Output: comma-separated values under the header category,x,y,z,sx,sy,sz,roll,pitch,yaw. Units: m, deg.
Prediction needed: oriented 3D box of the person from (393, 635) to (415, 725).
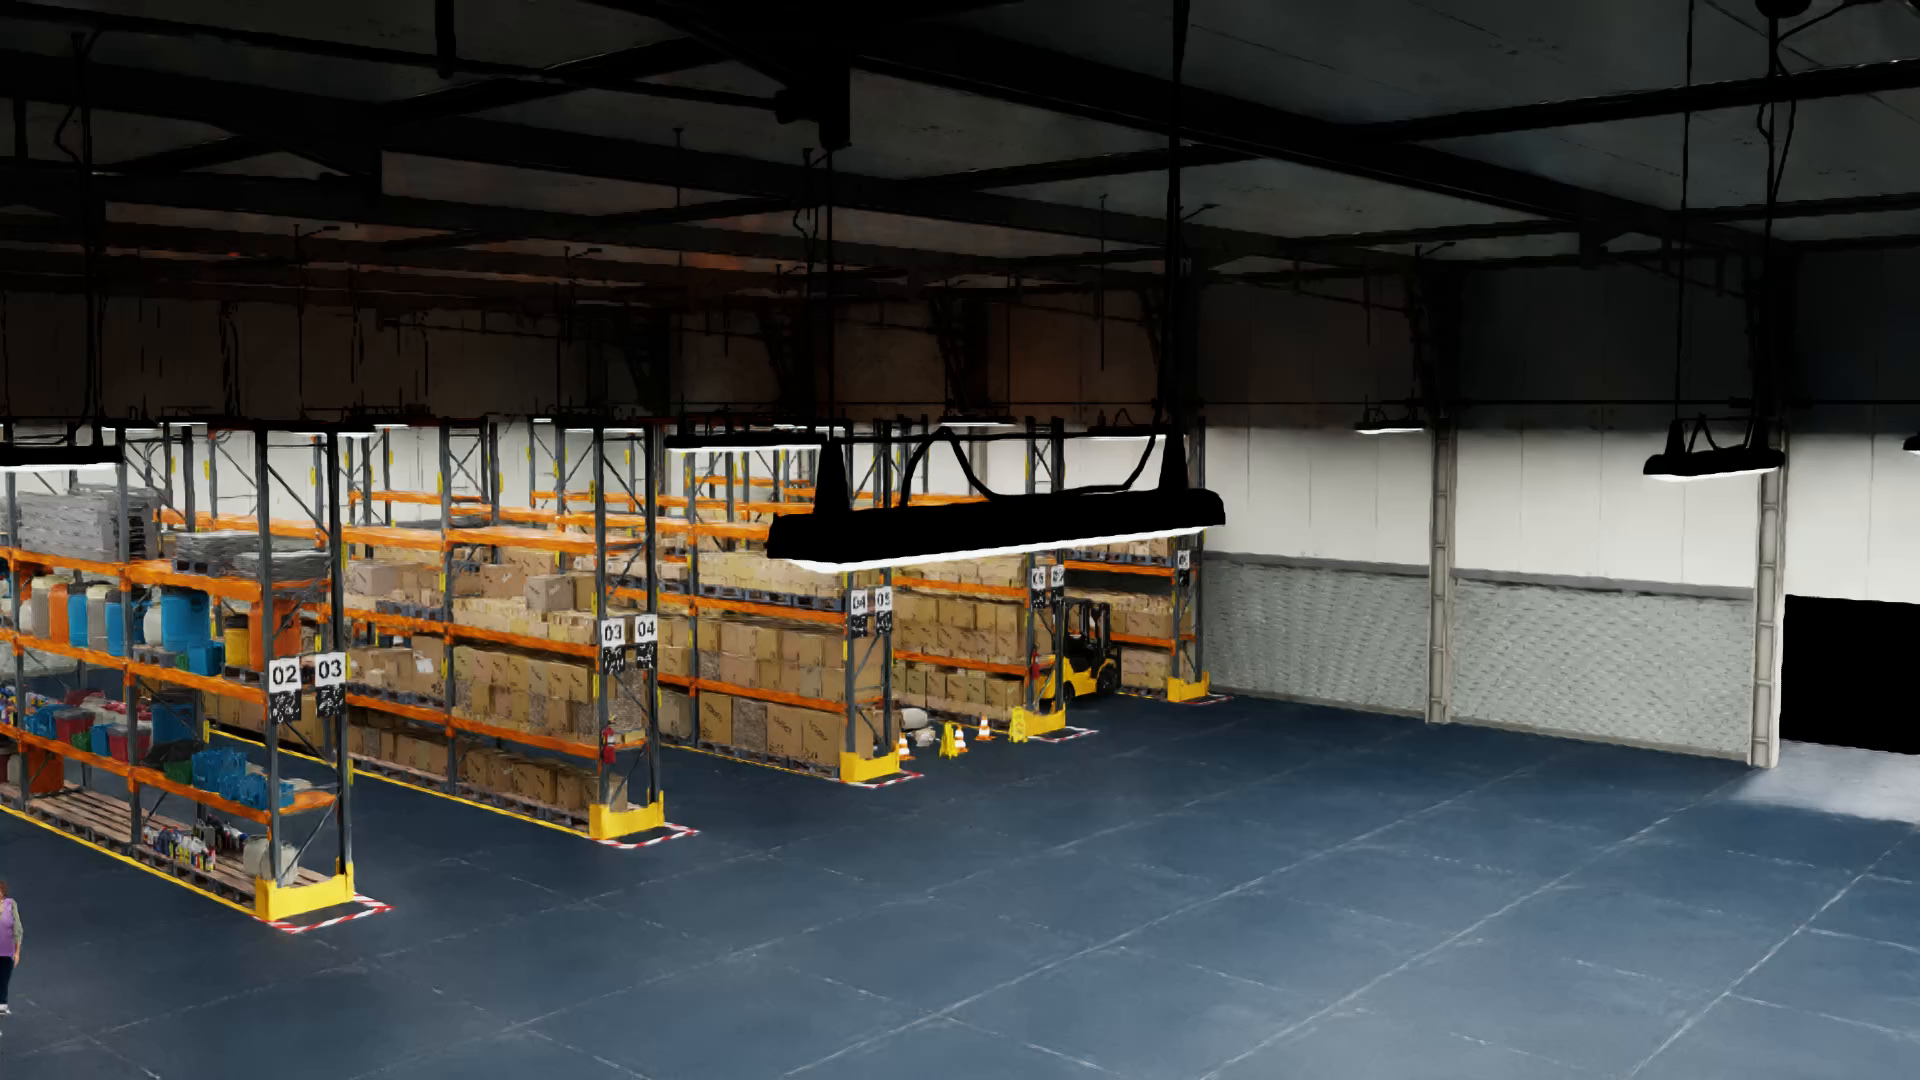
category,x,y,z,sx,sy,sz,roll,pitch,yaw
person,-10.907,2.730,32.390,0.634,1.789,0.477,2,5,18

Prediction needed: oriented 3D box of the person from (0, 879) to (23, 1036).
category,x,y,z,sx,sy,sz,roll,pitch,yaw
person,-9.711,4.168,16.798,0.407,1.506,0.962,-4,6,-40
